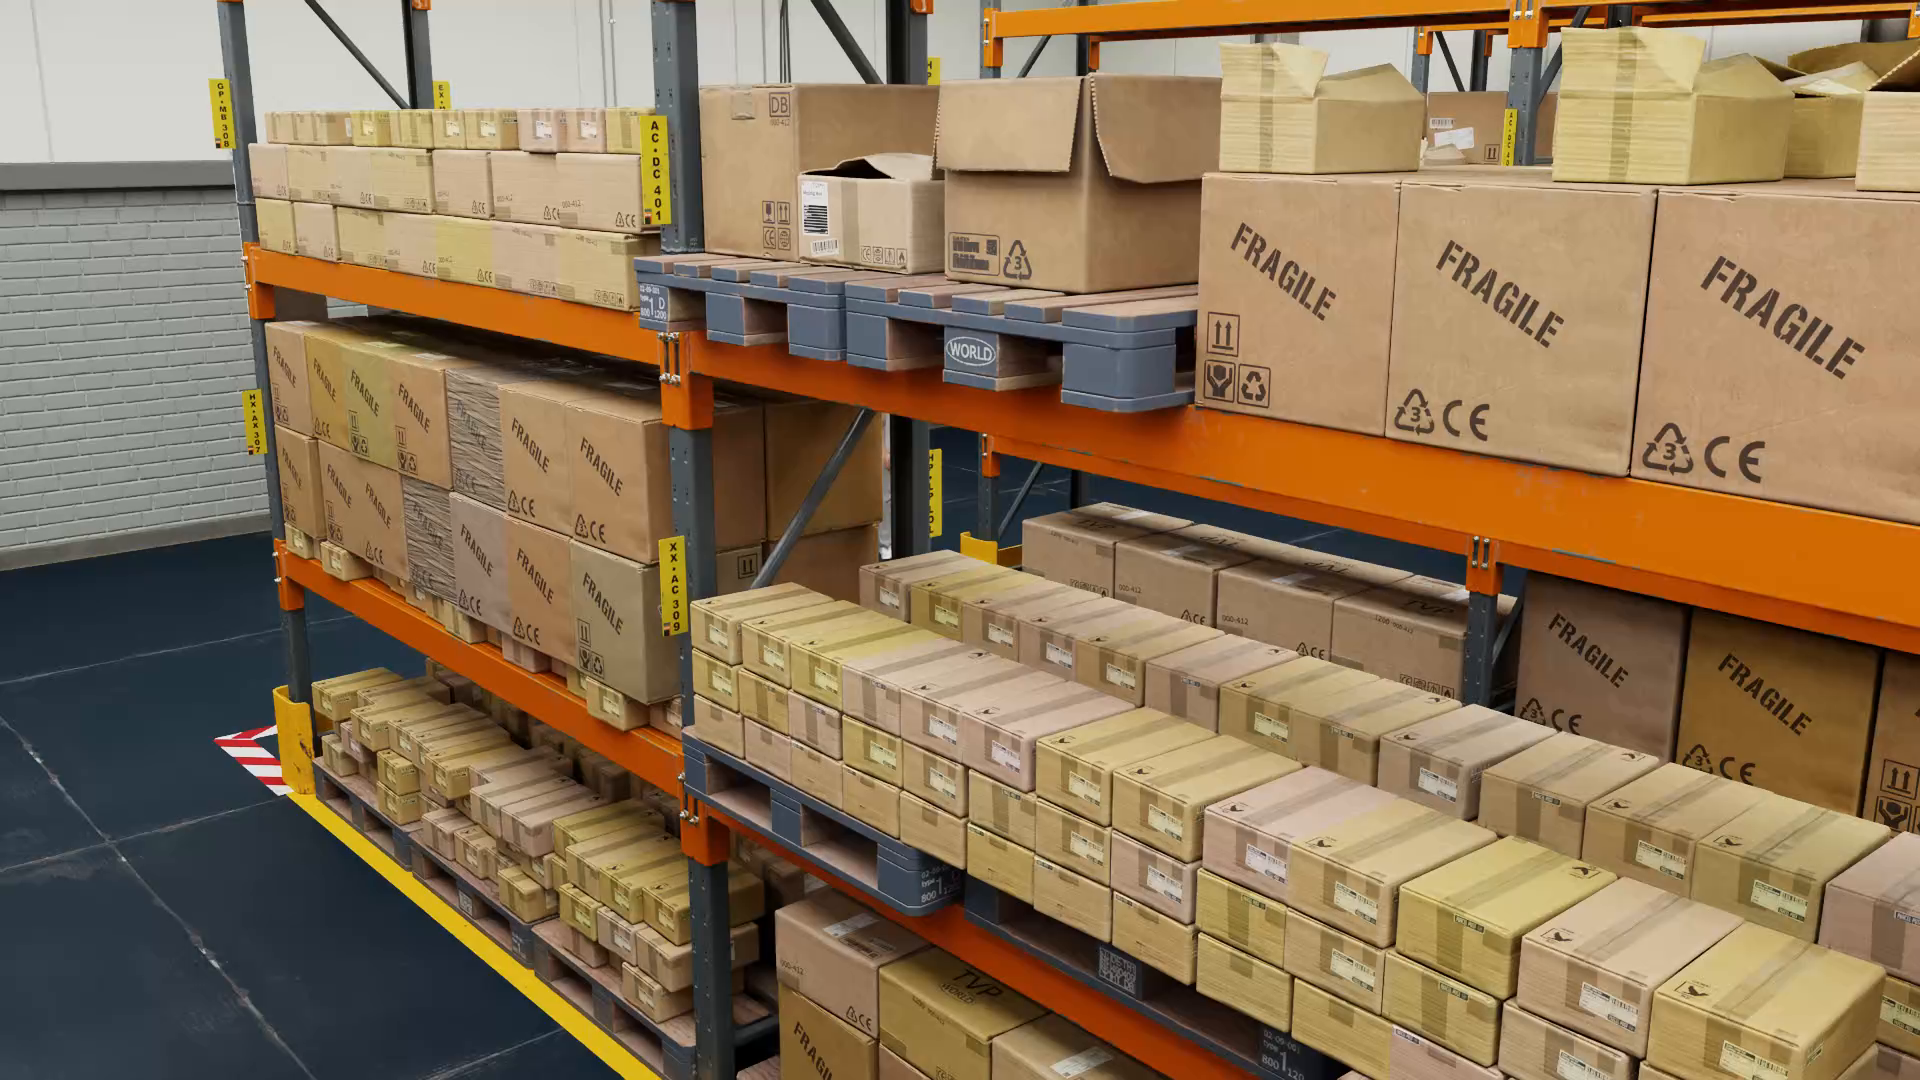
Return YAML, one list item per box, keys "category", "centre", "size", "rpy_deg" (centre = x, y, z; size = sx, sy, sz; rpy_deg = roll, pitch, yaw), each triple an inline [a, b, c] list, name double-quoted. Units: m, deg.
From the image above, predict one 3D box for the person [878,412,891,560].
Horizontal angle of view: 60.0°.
- category: "person"
  centre: [-0.476, -0.694, 13.225]
  size: [0.453, 1.676, 0.390]
  rpy_deg: [-12, 18, -39]
